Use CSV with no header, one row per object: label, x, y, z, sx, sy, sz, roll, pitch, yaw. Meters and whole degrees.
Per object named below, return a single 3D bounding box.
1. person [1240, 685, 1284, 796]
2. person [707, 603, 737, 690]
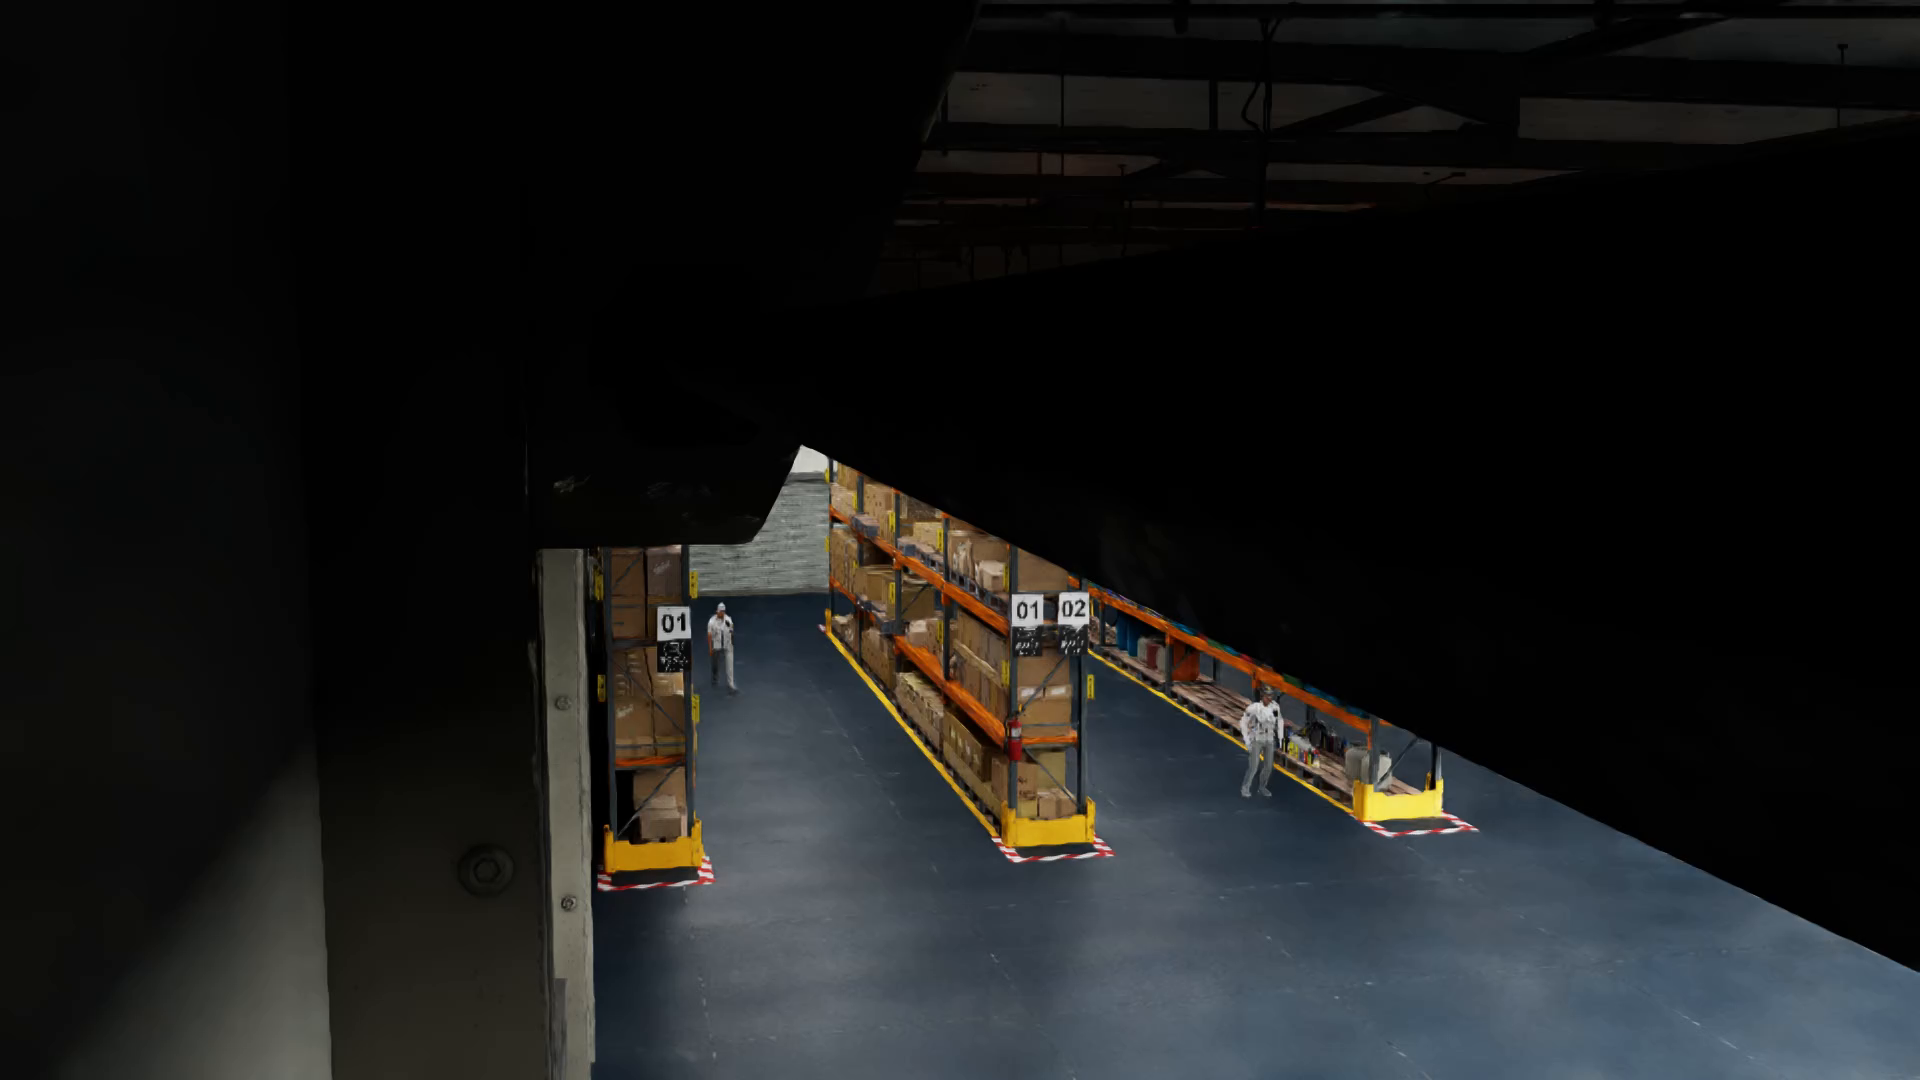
person,4.181,2.788,23.158,0.601,1.627,0.508,-2,7,-13
person,-4.372,1.924,30.415,0.496,1.580,1.090,-2,7,-14
